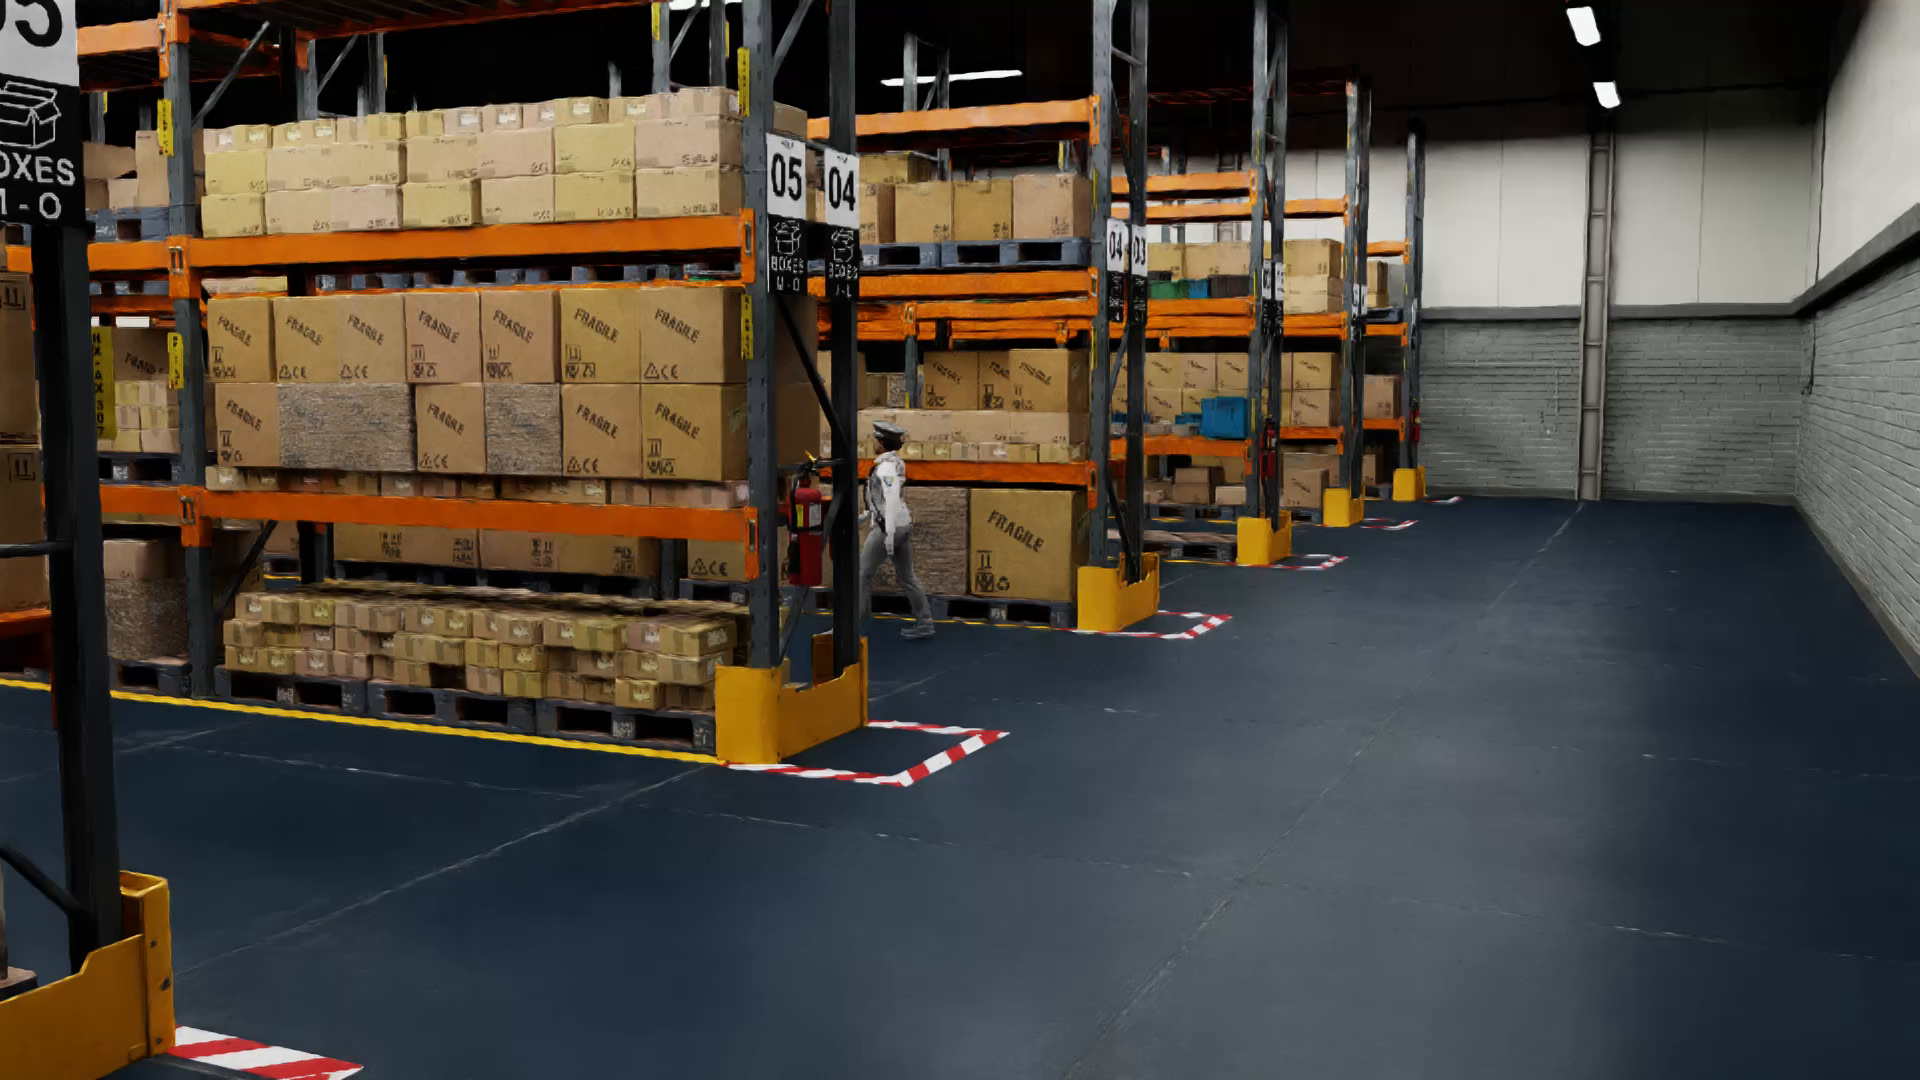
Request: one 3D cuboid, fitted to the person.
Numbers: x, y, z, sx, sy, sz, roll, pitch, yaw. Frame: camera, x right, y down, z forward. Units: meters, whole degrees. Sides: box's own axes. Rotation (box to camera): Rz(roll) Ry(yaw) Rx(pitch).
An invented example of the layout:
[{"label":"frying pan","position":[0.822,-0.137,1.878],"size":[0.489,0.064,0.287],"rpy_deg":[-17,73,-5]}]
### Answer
[{"label":"person","position":[-0.626,-0.078,12.518],"size":[0.851,1.664,0.666],"rpy_deg":[1,6,10]}]
